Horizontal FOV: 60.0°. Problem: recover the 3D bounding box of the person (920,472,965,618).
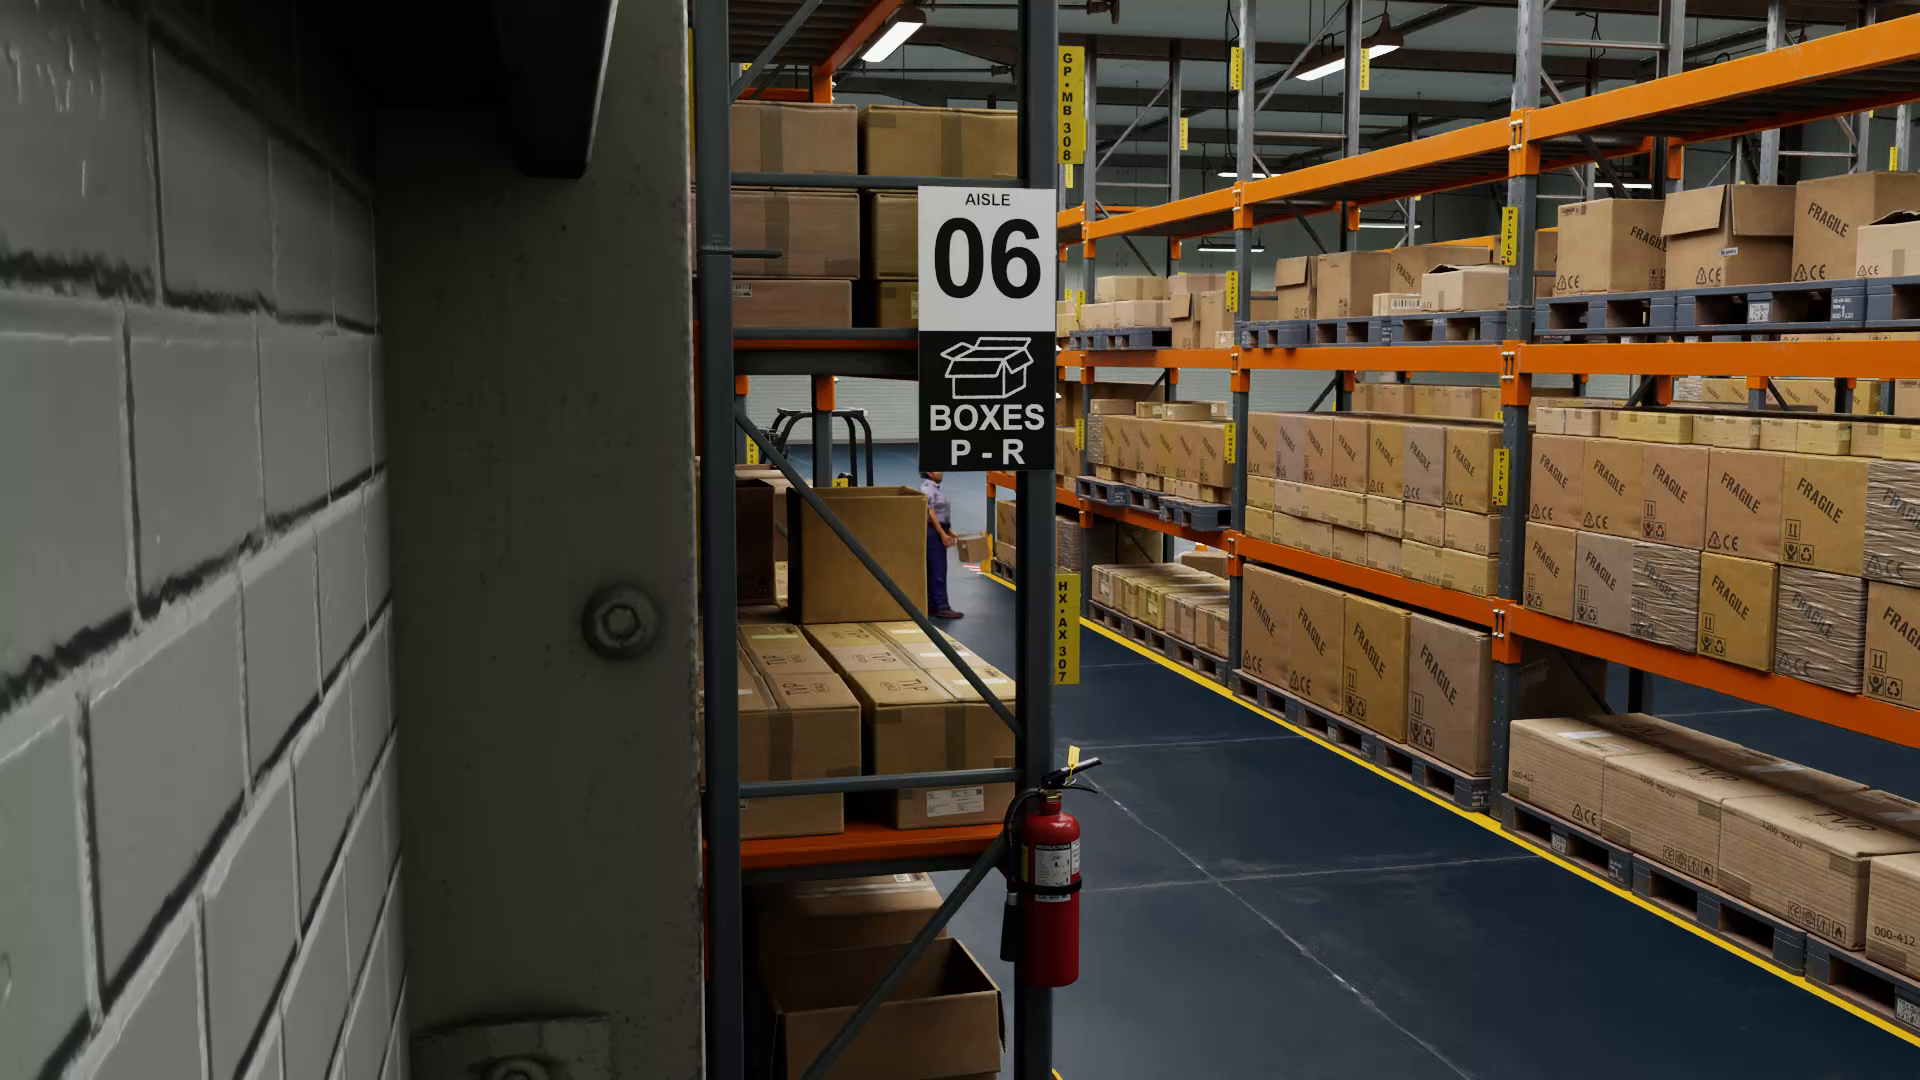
[{"bbox_3d":[-0.181,-0.022,17.652,0.519,1.647,0.526,1,6,9],"label":"person"}]
